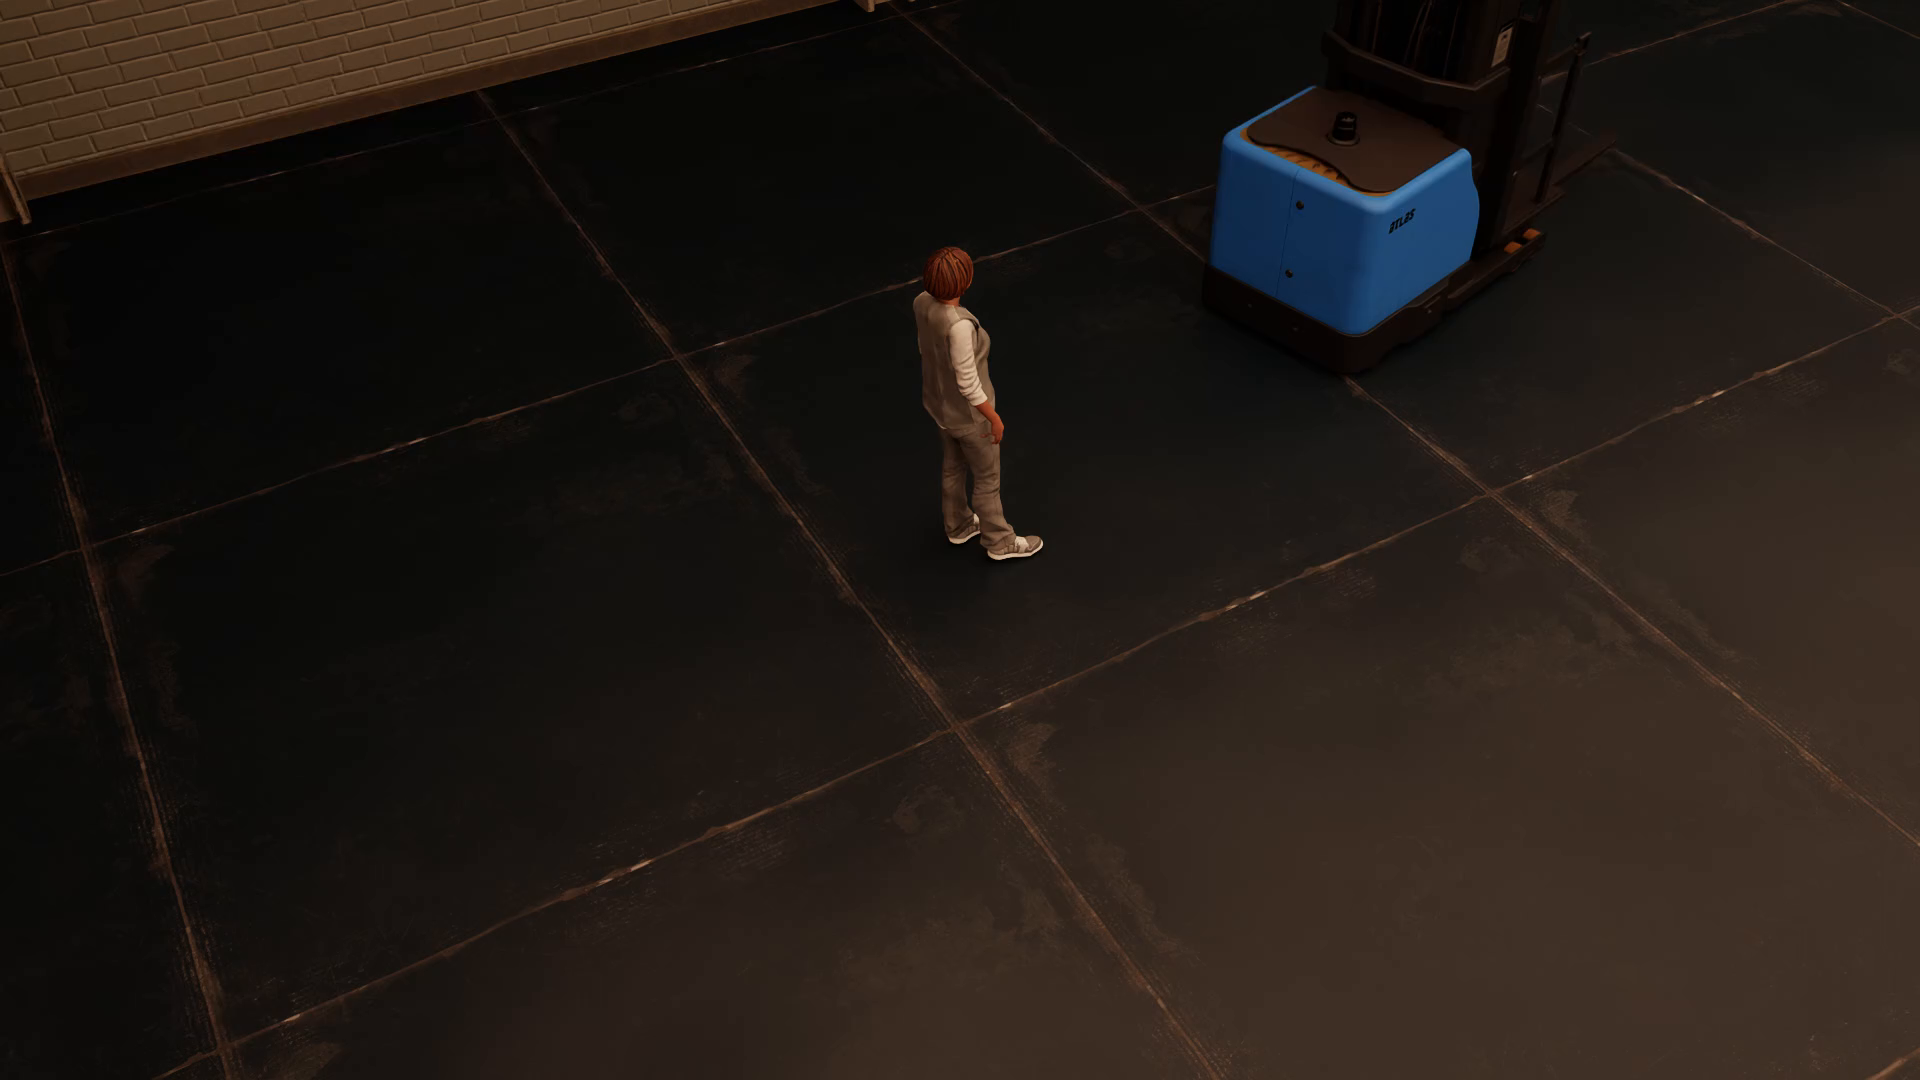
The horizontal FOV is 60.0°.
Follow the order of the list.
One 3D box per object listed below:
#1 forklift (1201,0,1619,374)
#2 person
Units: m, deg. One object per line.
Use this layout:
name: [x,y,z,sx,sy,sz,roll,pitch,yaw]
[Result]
forklift: [2.736,-2.835,8.755,3.031,2.935,1.130,-34,52,-31]
person: [0.071,-0.607,7.323,0.475,1.597,0.520,-21,47,-21]
